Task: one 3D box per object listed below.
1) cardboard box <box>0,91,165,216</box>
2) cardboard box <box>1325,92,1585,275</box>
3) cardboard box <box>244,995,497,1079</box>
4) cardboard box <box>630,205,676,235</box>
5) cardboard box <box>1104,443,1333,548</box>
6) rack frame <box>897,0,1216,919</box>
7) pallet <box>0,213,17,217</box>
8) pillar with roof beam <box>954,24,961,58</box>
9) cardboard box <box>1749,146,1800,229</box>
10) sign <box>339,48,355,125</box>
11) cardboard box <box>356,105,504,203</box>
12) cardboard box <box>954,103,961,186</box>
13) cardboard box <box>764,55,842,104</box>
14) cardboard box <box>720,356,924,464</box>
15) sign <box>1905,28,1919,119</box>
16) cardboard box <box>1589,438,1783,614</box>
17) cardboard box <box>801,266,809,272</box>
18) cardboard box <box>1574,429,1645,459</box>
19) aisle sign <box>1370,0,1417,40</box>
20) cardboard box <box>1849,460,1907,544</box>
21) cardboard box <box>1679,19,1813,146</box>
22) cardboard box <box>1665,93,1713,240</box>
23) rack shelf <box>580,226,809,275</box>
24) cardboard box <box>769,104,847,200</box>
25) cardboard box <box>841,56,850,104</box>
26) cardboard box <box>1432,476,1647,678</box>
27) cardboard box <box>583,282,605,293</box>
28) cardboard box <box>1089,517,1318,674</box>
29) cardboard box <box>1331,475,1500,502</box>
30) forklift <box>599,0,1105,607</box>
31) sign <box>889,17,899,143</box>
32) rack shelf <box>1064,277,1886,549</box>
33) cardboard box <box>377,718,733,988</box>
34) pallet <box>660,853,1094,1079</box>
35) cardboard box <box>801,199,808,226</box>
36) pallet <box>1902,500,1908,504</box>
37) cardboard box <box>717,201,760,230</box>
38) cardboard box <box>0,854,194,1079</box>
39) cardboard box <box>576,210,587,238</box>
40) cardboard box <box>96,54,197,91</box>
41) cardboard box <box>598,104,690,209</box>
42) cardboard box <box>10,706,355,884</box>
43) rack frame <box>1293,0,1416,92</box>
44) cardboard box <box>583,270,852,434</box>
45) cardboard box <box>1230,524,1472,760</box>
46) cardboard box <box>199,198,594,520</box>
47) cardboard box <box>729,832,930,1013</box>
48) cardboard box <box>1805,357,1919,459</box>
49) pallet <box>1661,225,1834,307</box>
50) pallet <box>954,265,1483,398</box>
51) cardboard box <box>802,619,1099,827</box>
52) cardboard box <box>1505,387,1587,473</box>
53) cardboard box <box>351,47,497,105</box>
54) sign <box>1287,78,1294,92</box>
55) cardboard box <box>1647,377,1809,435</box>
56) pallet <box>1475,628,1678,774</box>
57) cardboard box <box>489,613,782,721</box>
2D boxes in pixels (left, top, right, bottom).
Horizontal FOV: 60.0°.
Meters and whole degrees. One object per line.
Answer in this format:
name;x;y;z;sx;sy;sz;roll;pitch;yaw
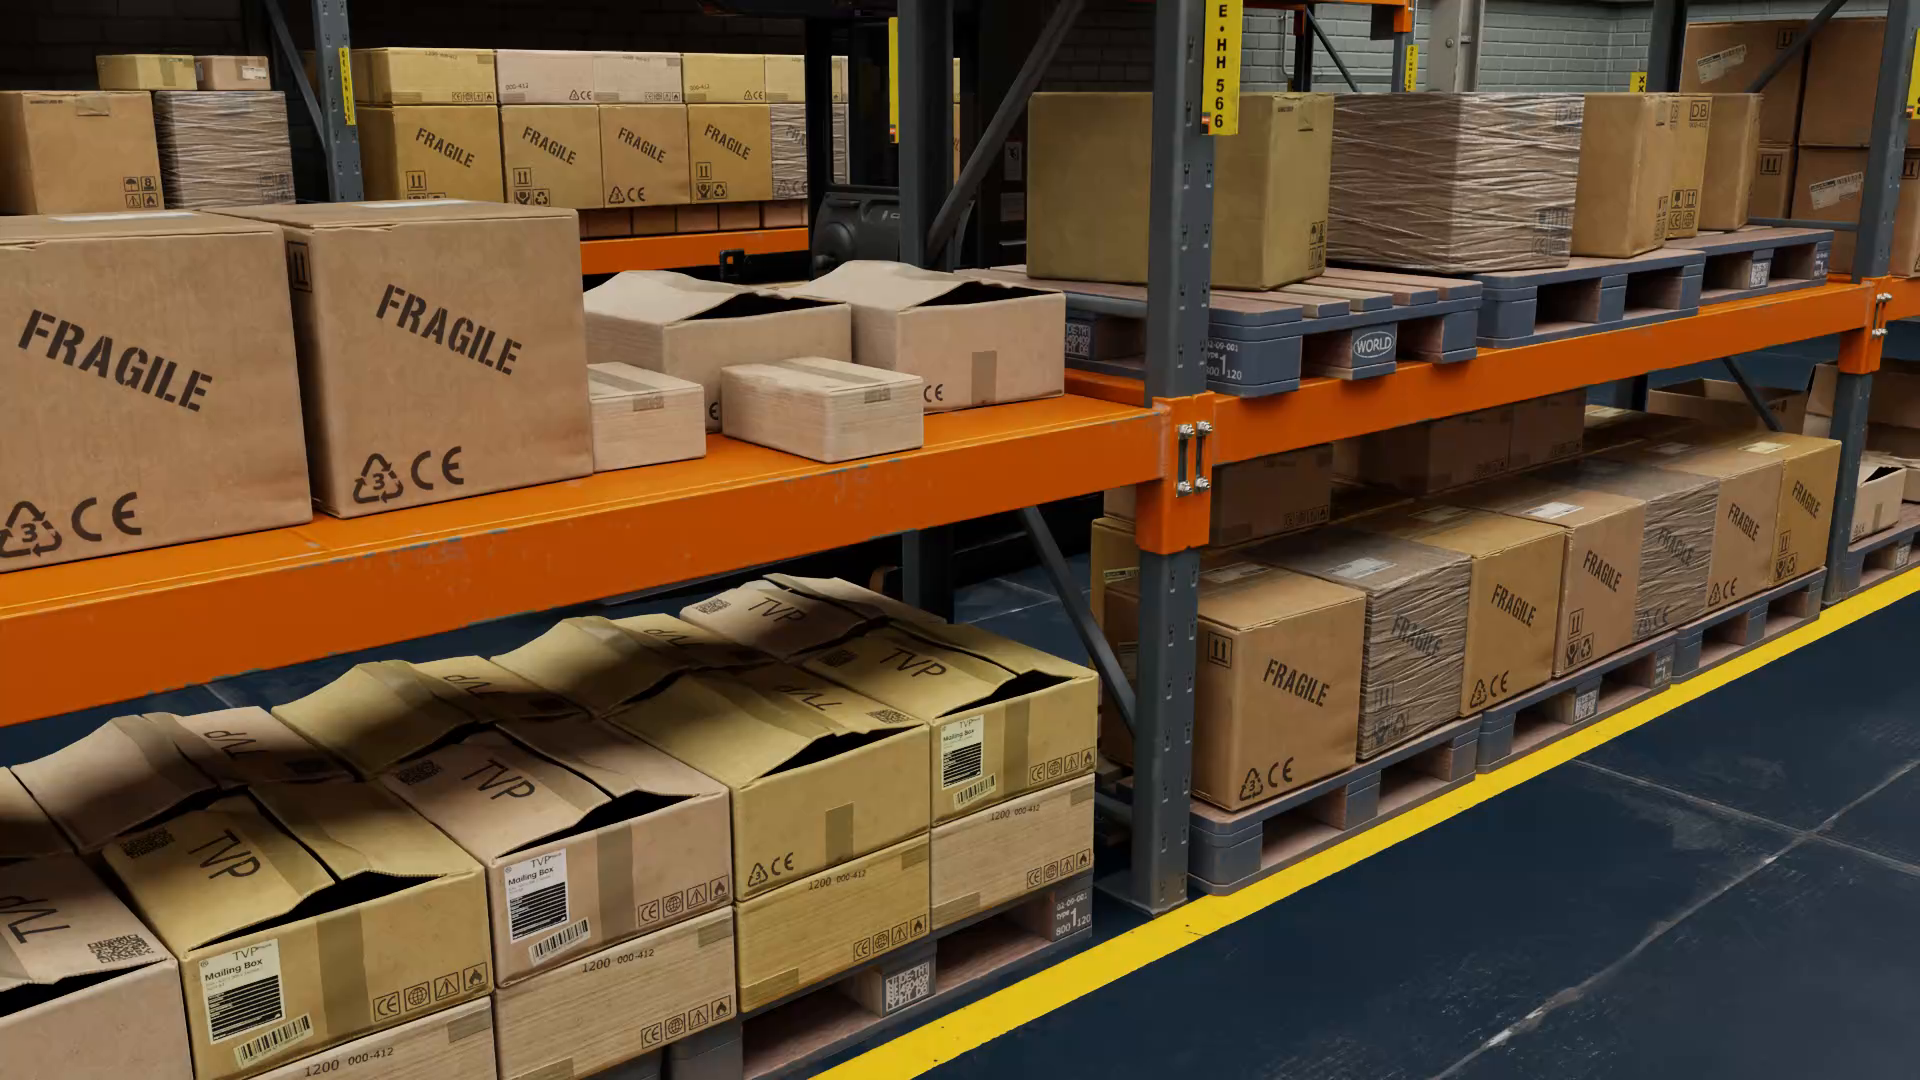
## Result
cardboard box;-3.799;-1.647;7.056;0.700;0.500;0.500;14;20;42
cardboard box;1.424;-1.101;5.052;0.500;0.500;0.700;-9;17;-29
cardboard box;-1.183;0.919;3.012;0.500;0.250;0.500;-12;19;-38
cardboard box;-1.694;-1.690;8.711;0.250;0.149;0.380;-12;19;-39
cardboard box;0.799;-0.185;5.169;0.500;0.250;0.500;-12;19;-37
rack frame;0.208;-0.604;4.197;0.127;3.000;1.000;-13;19;-39
pallet;-3.514;-1.333;7.300;1.003;0.211;1.213;-13;19;-39
pillar with roof beam;2.757;-4.592;7.504;0.400;9.000;9.100;-13;19;-39
cardboard box;3.434;-1.464;7.225;0.500;0.500;0.500;-12;19;-38
sign;-2.683;-1.984;7.276;0.005;0.325;0.100;-13;19;-39
cardboard box;-2.512;-1.801;7.873;0.500;0.500;0.500;-12;19;-38
cardboard box;-0.212;-2.319;9.812;0.500;0.500;0.500;-13;20;-40
cardboard box;-0.991;-2.509;9.068;0.500;0.250;0.500;-12;19;-38
cardboard box;-0.289;-0.276;3.458;0.250;0.149;0.380;-13;19;-39
sign;3.592;-1.733;6.182;0.005;0.325;0.100;-13;19;-39
cardboard box;2.663;-0.065;6.170;0.500;0.500;0.500;-13;19;-39
cardboard box;-0.434;-1.274;10.058;0.750;0.750;0.750;-12;19;-39
cardboard box;2.305;-0.159;6.524;0.500;0.500;0.500;-12;19;-39
aisle sign;3.239;-4.132;12.370;0.004;0.787;0.394;-13;19;-39
cardboard box;3.684;-0.224;7.133;0.500;0.311;0.500;-13;19;-39
cardboard box;3.437;-1.949;7.101;0.500;0.500;0.500;-13;19;-39
cardboard box;2.244;-1.367;6.047;0.500;0.500;0.700;-9;17;-31
rack shelf;-1.538;-1.559;9.166;4.000;0.370;1.077;-13;19;-39
cardboard box;-0.975;-2.148;9.168;0.500;0.500;0.500;-13;19;-39
cardboard box;-0.606;-2.595;9.391;0.500;0.250;0.500;-12;19;-38
cardboard box;1.902;0.107;5.529;0.500;0.500;0.500;-14;20;-41
cardboard box;-1.741;-0.978;8.950;0.750;0.750;0.750;-13;20;-40
cardboard box;0.759;0.187;5.227;0.500;0.500;0.500;-12;19;-37
cardboard box;1.542;0.010;5.892;0.500;0.500;0.500;-14;20;-41
forklift;-0.441;-1.302;6.944;1.130;2.935;3.031;14;21;43
sign;-0.156;-1.229;4.447;0.005;0.325;0.100;-13;19;-39
rack shelf;1.717;-0.595;5.558;4.000;0.370;1.077;-13;19;-39
cardboard box;-0.796;0.562;3.261;0.500;0.311;0.500;-13;20;-40
pallet;-0.439;0.876;4.063;1.213;0.211;1.003;-13;19;-39
cardboard box;-0.887;-1.854;9.325;0.250;0.149;0.380;-13;19;-39
pallet;4.665;-0.258;8.306;1.213;0.211;1.003;-13;19;-39
cardboard box;-1.294;-1.771;9.017;0.250;0.149;0.380;-12;19;-38
cardboard box;-1.564;0.735;2.612;0.500;0.311;0.500;-14;20;-41
cardboard box;-2.086;-1.602;8.385;0.250;0.149;0.380;-13;20;-40
cardboard box;-3.520;-2.020;7.196;0.380;0.149;0.250;12;19;38
cardboard box;-1.736;-1.972;8.512;0.500;0.500;0.500;-13;20;-40
cardboard box;-1.544;0.546;3.320;0.500;0.311;0.500;-13;20;-40
rack frame;2.988;-2.923;12.879;0.127;3.000;1.000;-13;19;-39
cardboard box;-0.594;-0.447;3.782;0.500;0.311;0.500;-13;20;-40
cardboard box;1.130;0.280;4.879;0.500;0.500;0.500;-14;20;-41
cardboard box;-1.047;-0.364;3.108;0.500;0.500;0.500;-14;20;-42
cardboard box;-0.415;0.747;3.657;0.500;0.250;0.500;-13;20;-40
cardboard box;4.639;-0.607;8.195;0.637;0.503;0.797;-13;19;-39
pallet;2.551;-1.074;6.331;1.213;0.211;1.003;-13;19;-39
pallet;0.673;-0.639;4.703;1.003;0.211;1.213;-13;19;-39
cardboard box;-0.026;0.388;3.914;0.500;0.311;0.500;-12;19;-38
cardboard box;1.946;-0.444;6.140;0.500;0.250;0.500;-13;19;-39
cardboard box;-2.513;-2.163;7.773;0.500;0.250;0.500;-12;19;-38
sign;2.628;-3.488;13.165;0.005;0.325;0.100;-13;19;-39
cardboard box;3.469;-0.438;7.568;0.500;0.500;0.500;-13;19;-39
pallet;1.716;0.419;5.773;1.213;0.211;1.003;-13;19;-39
cardboard box;-0.771;0.373;3.968;0.500;0.311;0.500;-13;20;-41
